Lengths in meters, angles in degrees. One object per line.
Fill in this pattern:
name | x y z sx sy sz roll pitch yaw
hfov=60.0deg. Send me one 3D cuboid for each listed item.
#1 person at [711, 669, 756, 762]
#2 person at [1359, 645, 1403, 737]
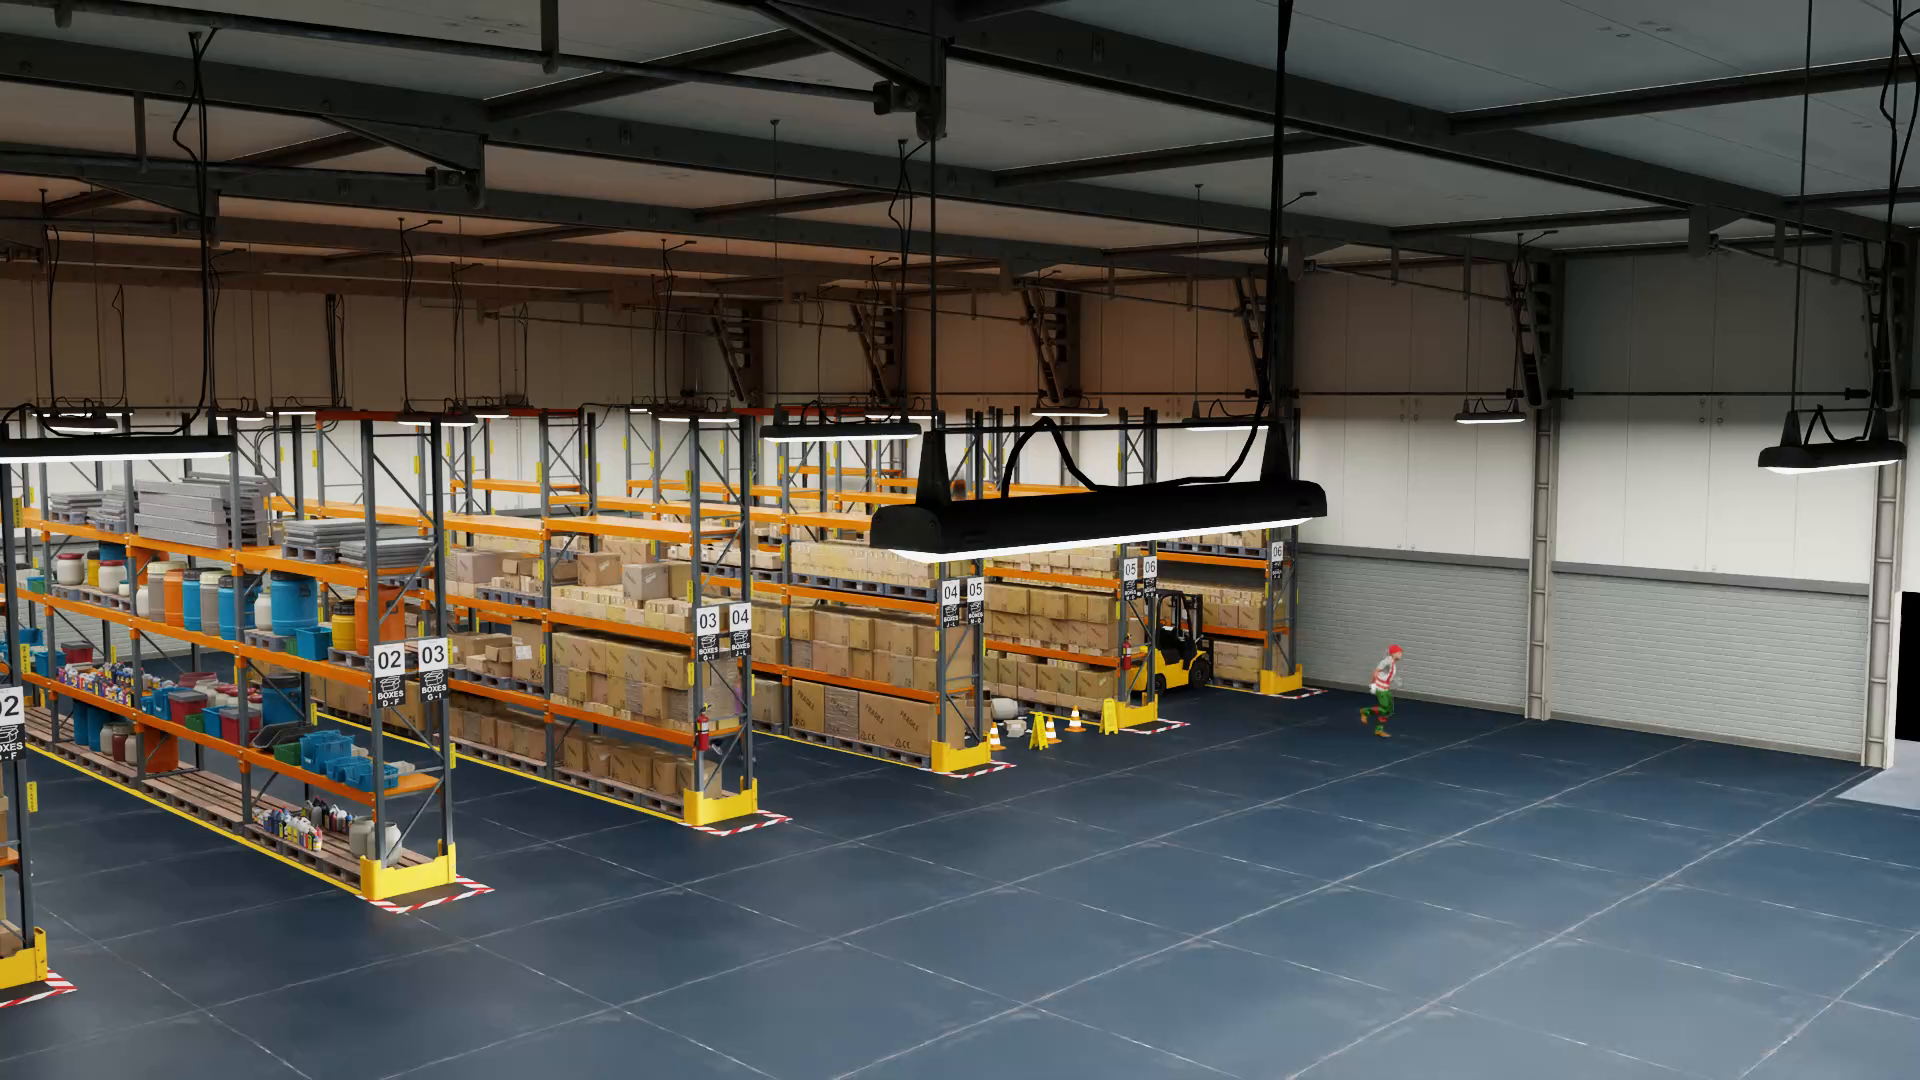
person | -3.899 2.984 28.498 0.884 1.596 0.529 2 5 19
person | 7.791 2.776 30.729 0.775 1.711 0.654 2 5 21
